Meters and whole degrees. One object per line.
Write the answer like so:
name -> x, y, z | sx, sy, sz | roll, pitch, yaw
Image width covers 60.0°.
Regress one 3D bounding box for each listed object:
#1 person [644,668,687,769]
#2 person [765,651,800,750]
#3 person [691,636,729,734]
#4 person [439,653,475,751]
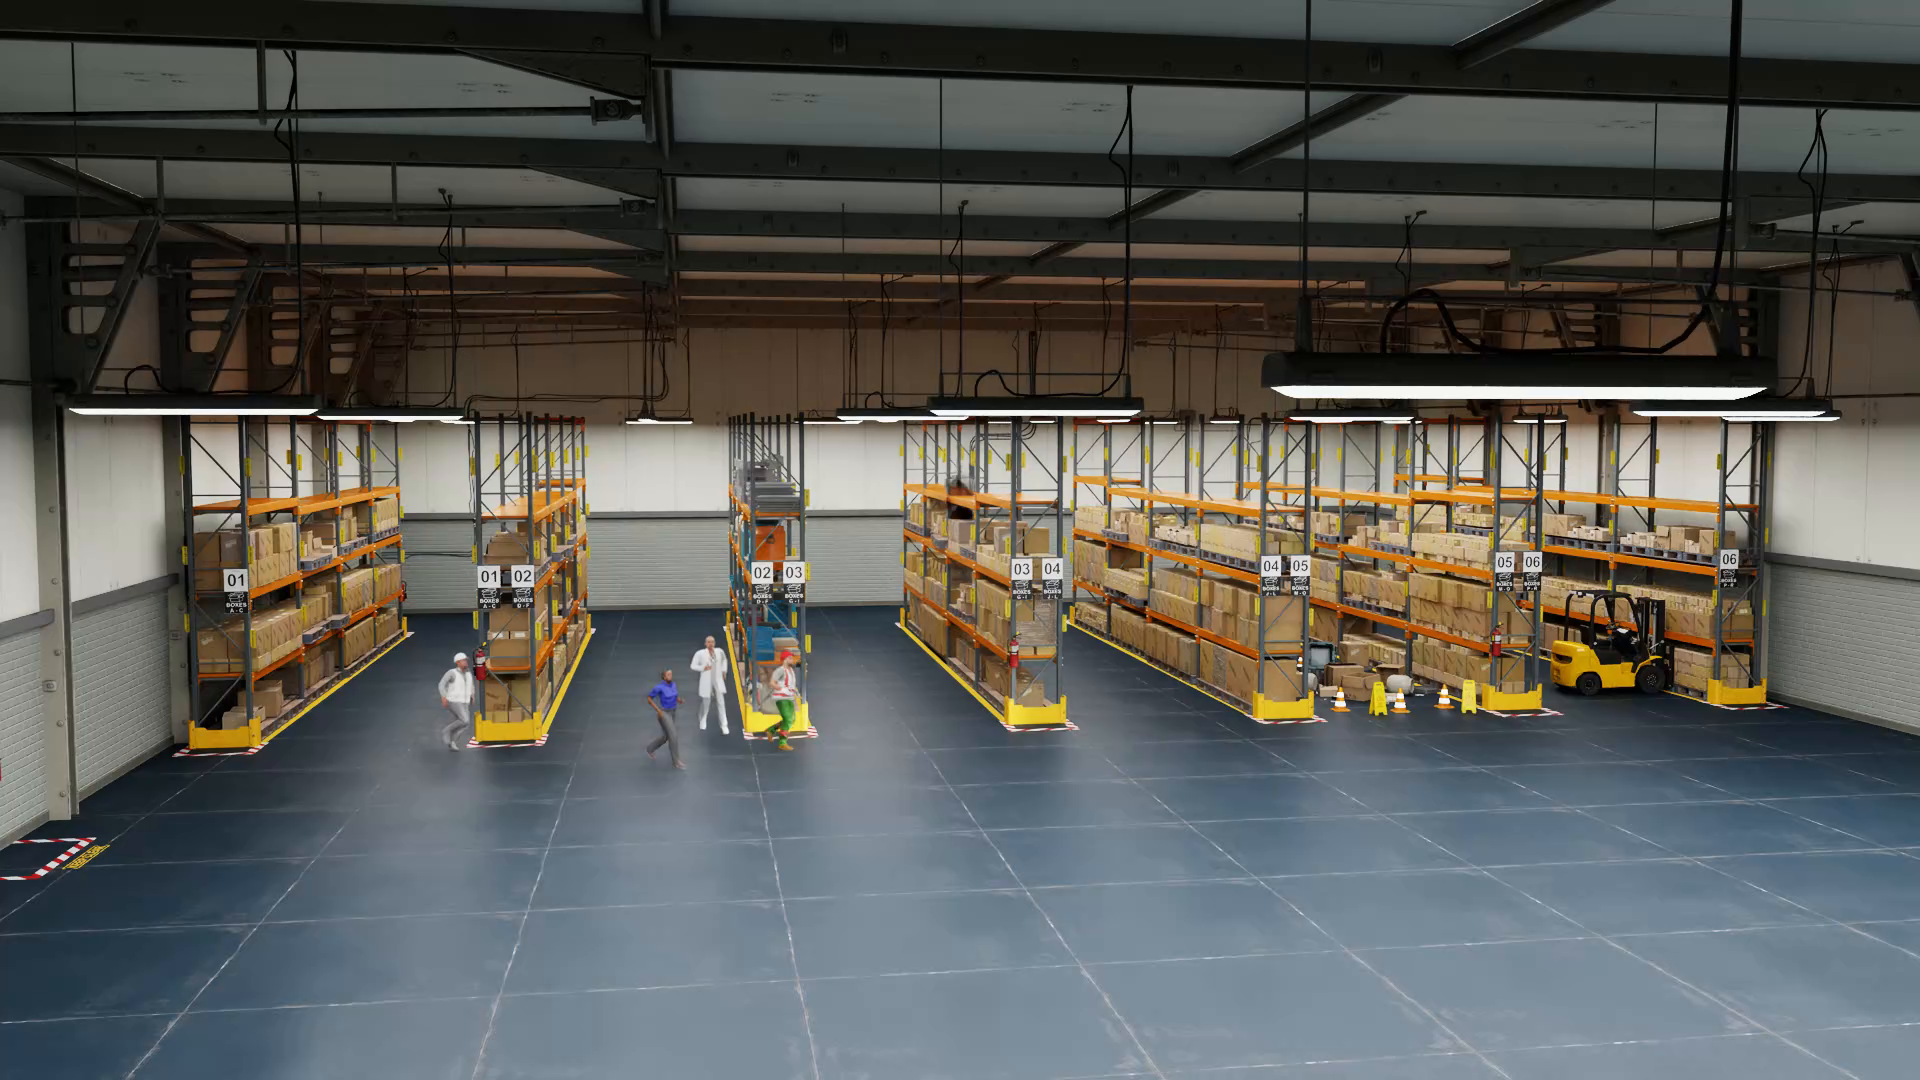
person -> -4.960, 2.991, 28.060 | 0.870, 1.678, 0.566 | 2, 4, 25
person -> -3.168, 2.847, 29.716 | 0.655, 1.729, 0.686 | 2, 4, 26
person -> -4.653, 2.678, 31.026 | 0.728, 1.782, 1.028 | -2, 4, -22
person -> -8.839, 2.865, 29.527 | 0.534, 1.700, 0.684 | 2, 5, 32
